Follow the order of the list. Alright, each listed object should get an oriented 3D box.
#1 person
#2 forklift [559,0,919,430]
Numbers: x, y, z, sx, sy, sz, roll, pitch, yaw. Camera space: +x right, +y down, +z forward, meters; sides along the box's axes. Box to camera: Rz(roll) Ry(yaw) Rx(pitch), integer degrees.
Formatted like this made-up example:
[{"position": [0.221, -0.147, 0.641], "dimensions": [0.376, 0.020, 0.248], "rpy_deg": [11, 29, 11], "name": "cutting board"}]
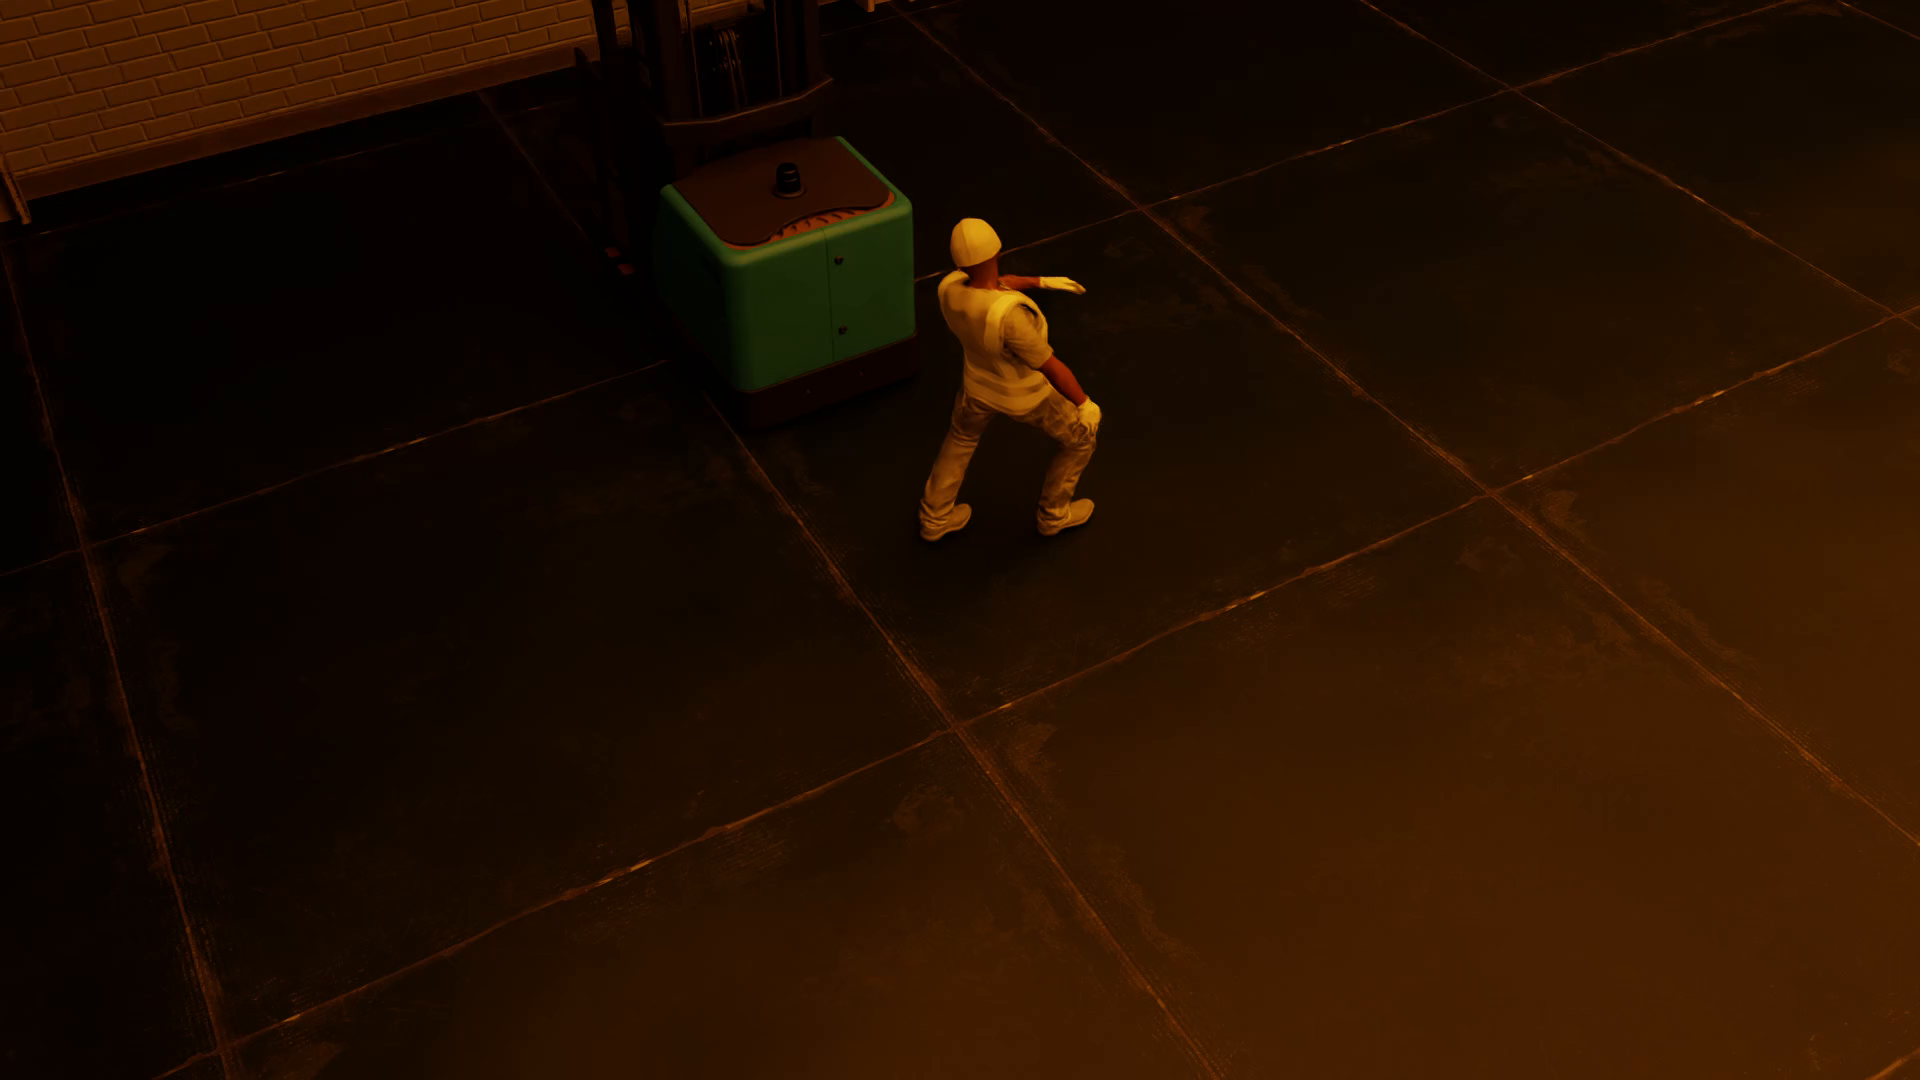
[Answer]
[{"position": [0.320, -0.707, 7.394], "dimensions": [0.790, 1.665, 0.870], "rpy_deg": [26, 49, 25], "name": "person"}, {"position": [-1.397, -2.613, 8.516], "dimensions": [1.130, 2.935, 3.031], "rpy_deg": [-22, 47, -22], "name": "forklift"}]
